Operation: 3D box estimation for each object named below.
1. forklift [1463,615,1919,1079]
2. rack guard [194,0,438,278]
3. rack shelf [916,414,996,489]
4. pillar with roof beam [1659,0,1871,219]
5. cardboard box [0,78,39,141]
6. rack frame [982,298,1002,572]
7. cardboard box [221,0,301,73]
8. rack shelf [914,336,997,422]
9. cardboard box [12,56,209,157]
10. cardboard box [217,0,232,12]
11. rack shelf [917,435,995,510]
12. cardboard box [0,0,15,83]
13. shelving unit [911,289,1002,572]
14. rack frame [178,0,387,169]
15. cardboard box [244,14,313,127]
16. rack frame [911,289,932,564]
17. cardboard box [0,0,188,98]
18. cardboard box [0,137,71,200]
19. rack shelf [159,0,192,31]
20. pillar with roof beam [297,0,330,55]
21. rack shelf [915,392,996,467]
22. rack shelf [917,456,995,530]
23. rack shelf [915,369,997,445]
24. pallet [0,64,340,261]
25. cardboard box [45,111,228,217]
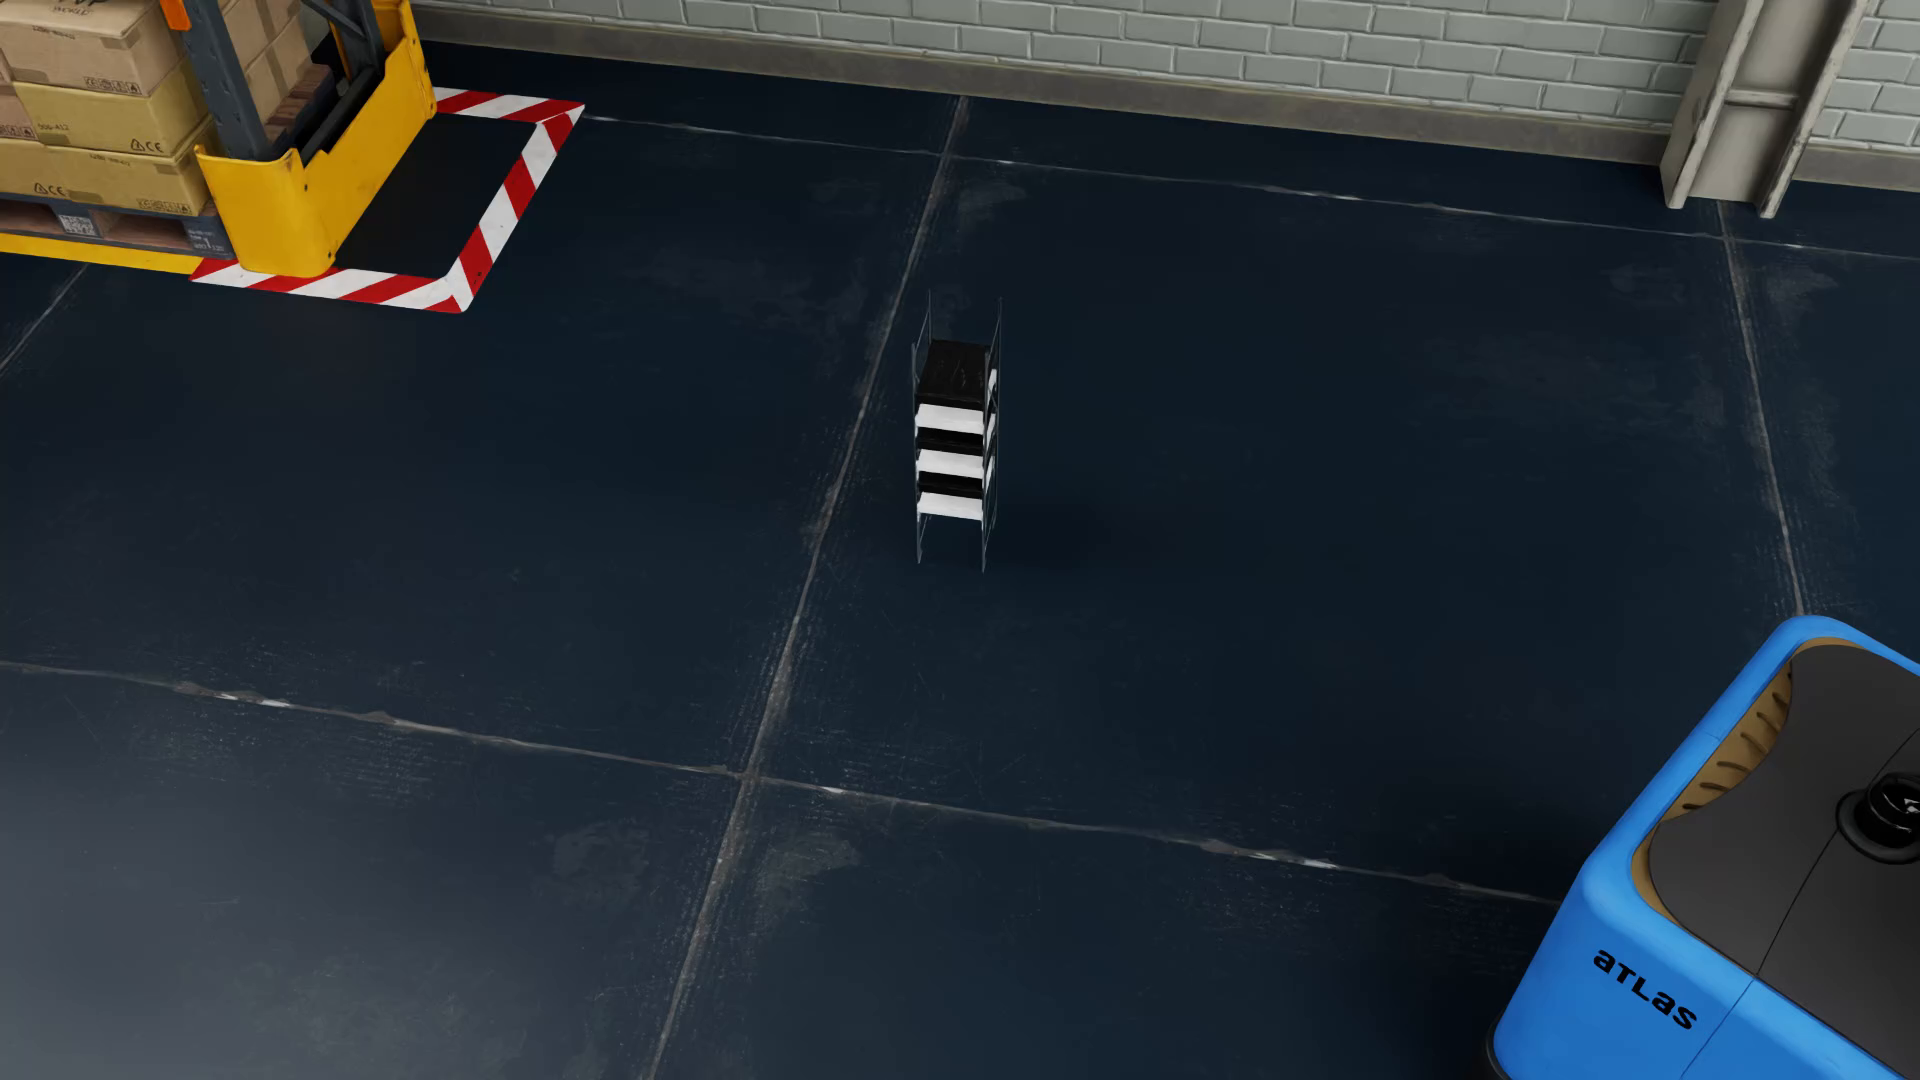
[{"bbox_3d":[2.608,0.899,2.472,3.031,2.935,1.130,36,57,28],"label":"forklift"},{"bbox_3d":[-2.413,-1.573,6.327,0.348,0.500,1.175,8,49,7],"label":"rack guard"},{"bbox_3d":[-0.008,-0.280,4.941,0.200,0.077,0.258,8,49,7],"label":"rack shelf"},{"bbox_3d":[2.177,-1.223,0.299,0.400,9.000,9.100,8,49,7],"label":"pillar with roof beam"},{"bbox_3d":[-3.463,-1.709,6.000,0.500,0.250,0.500,7,48,6],"label":"cardboard box"},{"bbox_3d":[0.092,-0.288,4.904,0.006,0.900,0.240,8,49,7],"label":"rack frame"},{"bbox_3d":[-2.862,-2.014,6.273,0.500,0.250,0.500,8,49,8],"label":"cardboard box"},{"bbox_3d":[-0.008,-0.460,4.740,0.200,0.077,0.258,8,49,7],"label":"rack shelf"},{"bbox_3d":[-2.971,-1.635,5.933,0.500,0.250,0.500,7,48,6],"label":"cardboard box"},{"bbox_3d":[-2.876,-2.169,6.076,0.500,0.250,0.500,7,48,6],"label":"cardboard box"},{"bbox_3d":[-0.008,-0.219,5.008,0.200,0.077,0.258,8,49,7],"label":"rack shelf"},{"bbox_3d":[-3.449,-1.863,5.801,0.500,0.250,0.500,8,49,8],"label":"cardboard box"},{"bbox_3d":[-0.008,-0.302,4.916,0.210,0.900,0.258,8,49,7],"label":"shelving unit"},{"bbox_3d":[-2.437,-2.411,5.400,0.127,3.000,1.000,8,49,7],"label":"rack frame"},{"bbox_3d":[-2.885,-1.841,6.454,0.500,0.250,0.500,8,49,7],"label":"cardboard box"},{"bbox_3d":[-0.108,-0.315,4.928,0.006,0.900,0.240,8,49,7],"label":"rack frame"},{"bbox_3d":[-2.945,-1.799,5.744,0.500,0.250,0.500,9,49,8],"label":"cardboard box"},{"bbox_3d":[-3.443,-1.536,6.180,0.500,0.250,0.500,8,49,7],"label":"cardboard box"},{"bbox_3d":[-4.405,-2.435,5.905,4.000,0.370,1.077,8,49,7],"label":"rack shelf"},{"bbox_3d":[-3.727,-2.017,1.013,0.400,9.000,9.100,8,49,7],"label":"pillar with roof beam"},{"bbox_3d":[-0.008,-0.340,4.874,0.200,0.077,0.258,8,49,7],"label":"rack shelf"},{"bbox_3d":[-0.008,-0.159,5.075,0.200,0.077,0.258,8,49,7],"label":"rack shelf"},{"bbox_3d":[-0.008,-0.400,4.807,0.200,0.077,0.258,8,49,7],"label":"rack shelf"},{"bbox_3d":[-3.197,-1.550,6.501,1.213,0.211,1.003,8,49,7],"label":"pallet"},{"bbox_3d":[-2.955,-1.464,6.115,0.500,0.250,0.500,8,49,7],"label":"cardboard box"}]
